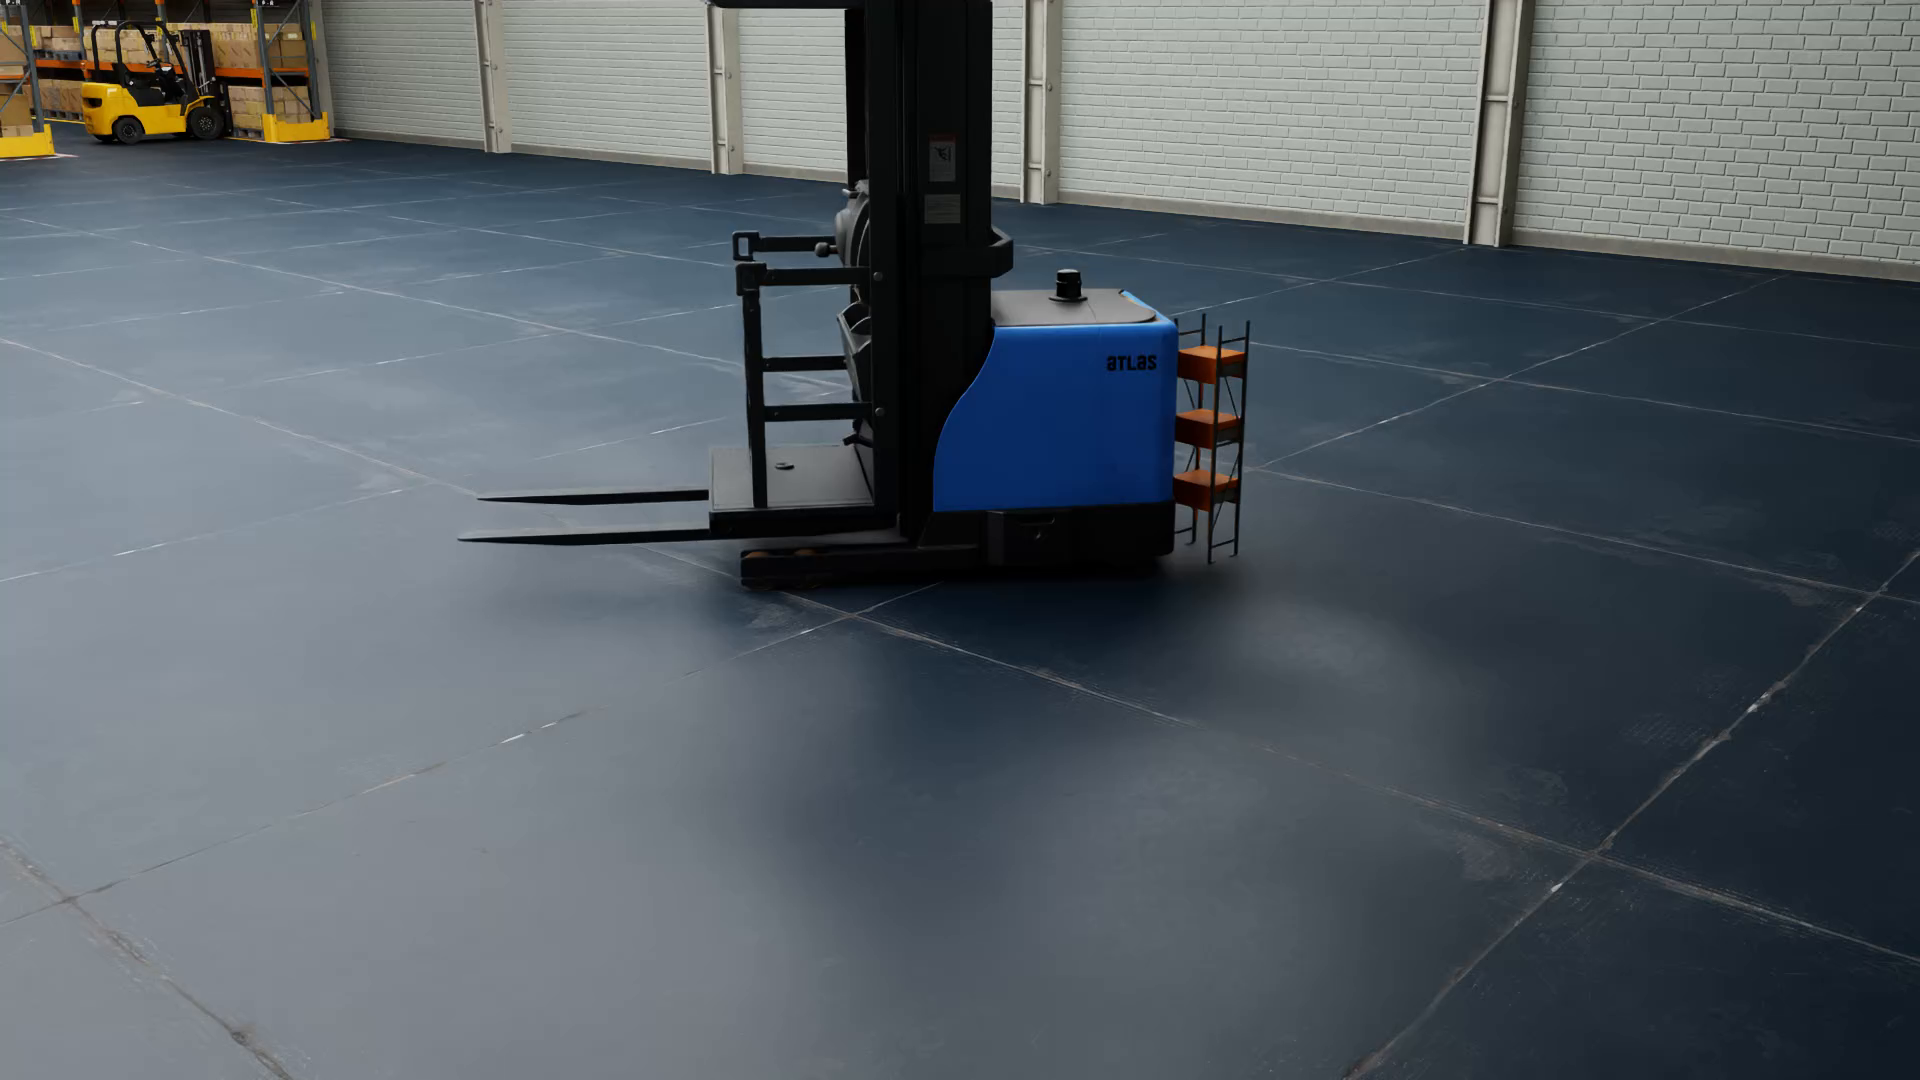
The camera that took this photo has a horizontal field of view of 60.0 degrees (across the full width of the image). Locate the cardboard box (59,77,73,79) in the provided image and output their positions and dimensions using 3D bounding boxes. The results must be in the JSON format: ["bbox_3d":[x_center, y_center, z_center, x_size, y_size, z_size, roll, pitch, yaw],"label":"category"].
[{"bbox_3d":[-20.651,-10.614,38.462,0.250,0.149,0.380,15,23,40],"label":"cardboard box"}]

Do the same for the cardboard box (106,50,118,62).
[{"bbox_3d":[-17.581,-10.180,34.978,0.500,0.250,0.500,14,22,38],"label":"cardboard box"}]

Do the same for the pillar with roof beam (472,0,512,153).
[{"bbox_3d":[-10.823,-10.018,24.302,0.400,9.000,9.100,15,23,39],"label":"pillar with roof beam"}]

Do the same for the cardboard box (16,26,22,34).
[{"bbox_3d":[-20.905,-11.399,37.712,0.500,0.500,0.700,15,23,40],"label":"cardboard box"}]

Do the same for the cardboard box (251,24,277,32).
[{"bbox_3d":[-12.938,-9.516,30.910,0.250,0.149,0.380,15,23,39],"label":"cardboard box"}]

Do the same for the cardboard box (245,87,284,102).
[{"bbox_3d":[-13.082,-8.382,31.262,0.500,0.250,0.500,16,24,41],"label":"cardboard box"}]

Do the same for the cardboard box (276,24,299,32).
[{"bbox_3d":[-12.640,-9.608,31.198,0.250,0.149,0.380,14,23,38],"label":"cardboard box"}]

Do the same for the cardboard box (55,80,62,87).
[{"bbox_3d":[-20.024,-10.232,37.260,0.250,0.149,0.380,14,22,37],"label":"cardboard box"}]

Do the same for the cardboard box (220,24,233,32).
[{"bbox_3d":[-13.762,-9.699,31.486,0.250,0.149,0.380,16,23,41],"label":"cardboard box"}]

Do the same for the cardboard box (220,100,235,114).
[{"bbox_3d":[-13.870,-8.351,31.990,0.500,0.250,0.500,14,23,38],"label":"cardboard box"}]

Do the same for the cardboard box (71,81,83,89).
[{"bbox_3d":[-19.276,-10.007,36.552,0.250,0.149,0.380,14,22,36],"label":"cardboard box"}]

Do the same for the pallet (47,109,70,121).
[{"bbox_3d":[-19.955,-9.674,37.746,1.213,0.211,1.003,15,23,39],"label":"pallet"}]

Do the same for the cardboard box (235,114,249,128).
[{"bbox_3d":[-13.457,-8.008,31.737,0.500,0.250,0.500,15,23,39],"label":"cardboard box"}]

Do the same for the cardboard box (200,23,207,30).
[{"bbox_3d":[-14.464,-9.924,32.192,0.250,0.149,0.380,15,23,39],"label":"cardboard box"}]

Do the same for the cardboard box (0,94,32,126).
[{"bbox_3d":[-16.260,-7.346,28.412,0.500,0.500,0.500,14,22,37],"label":"cardboard box"}]

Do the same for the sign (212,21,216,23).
[{"bbox_3d":[-15.155,-10.373,33.776,0.005,0.325,0.100,15,23,39],"label":"sign"}]

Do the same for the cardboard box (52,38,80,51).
[{"bbox_3d":[-19.518,-10.867,36.449,0.500,0.250,0.500,14,22,37],"label":"cardboard box"}]

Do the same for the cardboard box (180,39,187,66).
[{"bbox_3d":[-14.963,-9.595,32.723,0.500,0.500,0.500,16,23,40],"label":"cardboard box"}]

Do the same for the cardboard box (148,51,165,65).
[{"bbox_3d":[-16.073,-9.767,33.677,0.500,0.250,0.500,16,23,40],"label":"cardboard box"}]

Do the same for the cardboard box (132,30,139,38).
[{"bbox_3d":[-16.717,-10.370,34.092,0.250,0.149,0.380,14,23,38],"label":"cardboard box"}]

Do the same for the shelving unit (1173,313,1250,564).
[{"bbox_3d":[1.078,-0.443,7.271,0.215,1.050,0.252,-15,23,-39],"label":"shelving unit"}]

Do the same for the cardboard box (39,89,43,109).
[{"bbox_3d":[-20.888,-10.159,38.102,0.500,0.500,0.500,15,23,39],"label":"cardboard box"}]

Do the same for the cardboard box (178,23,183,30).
[{"bbox_3d":[-15.213,-10.136,32.862,0.250,0.149,0.380,15,23,40],"label":"cardboard box"}]

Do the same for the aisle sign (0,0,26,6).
[{"bbox_3d":[-15.570,-9.167,27.239,0.004,0.787,0.394,15,23,39],"label":"aisle sign"}]

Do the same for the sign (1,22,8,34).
[{"bbox_3d":[-21.860,-11.691,38.061,0.005,0.325,0.100,15,23,39],"label":"sign"}]

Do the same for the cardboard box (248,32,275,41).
[{"bbox_3d":[-12.976,-9.357,30.898,0.250,0.149,0.380,15,23,40],"label":"cardboard box"}]

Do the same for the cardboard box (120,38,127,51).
[{"bbox_3d":[-17.192,-10.316,34.578,0.500,0.250,0.500,15,23,40],"label":"cardboard box"}]

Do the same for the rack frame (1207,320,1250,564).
[{"bbox_3d":[1.159,-0.415,7.184,0.200,1.050,0.008,-15,23,-39],"label":"rack frame"}]

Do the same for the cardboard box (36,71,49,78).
[{"bbox_3d":[-21.188,-10.689,38.208,0.250,0.149,0.380,14,22,37],"label":"cardboard box"}]

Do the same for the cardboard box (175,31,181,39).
[{"bbox_3d":[-15.264,-9.978,32.857,0.250,0.149,0.380,16,23,41],"label":"cardboard box"}]

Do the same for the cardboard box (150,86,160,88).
[{"bbox_3d":[-16.495,-9.125,34.637,0.625,0.625,0.875,15,23,39],"label":"cardboard box"}]

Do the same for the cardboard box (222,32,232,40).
[{"bbox_3d":[-13.749,-9.563,31.547,0.250,0.149,0.380,14,22,38],"label":"cardboard box"}]

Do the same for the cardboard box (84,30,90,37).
[{"bbox_3d":[-18.471,-10.826,35.528,0.250,0.149,0.380,16,24,41],"label":"cardboard box"}]

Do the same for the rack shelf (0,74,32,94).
[{"bbox_3d":[-17.318,-7.929,28.825,4.000,0.370,1.077,15,23,39],"label":"rack shelf"}]

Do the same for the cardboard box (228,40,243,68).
[{"bbox_3d":[-13.455,-9.187,31.436,0.500,0.500,0.500,16,24,41],"label":"cardboard box"}]

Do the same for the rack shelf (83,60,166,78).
[{"bbox_3d":[-17.018,-9.855,34.896,4.000,0.370,1.077,15,23,39],"label":"rack shelf"}]

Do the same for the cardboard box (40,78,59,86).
[{"bbox_3d":[-20.742,-10.450,37.945,0.250,0.149,0.380,15,23,38],"label":"cardboard box"}]

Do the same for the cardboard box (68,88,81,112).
[{"bbox_3d":[-19.340,-9.748,36.806,0.500,0.500,0.500,15,23,38],"label":"cardboard box"}]

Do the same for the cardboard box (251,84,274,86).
[{"bbox_3d":[-13.507,-8.701,32.269,0.500,0.250,0.500,15,23,39],"label":"cardboard box"}]

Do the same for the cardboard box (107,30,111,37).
[{"bbox_3d":[-17.650,-10.634,34.922,0.250,0.149,0.380,15,23,40],"label":"cardboard box"}]

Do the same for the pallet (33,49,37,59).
[{"bbox_3d":[-20.980,-11.126,38.029,1.213,0.211,1.003,15,23,39],"label":"pallet"}]

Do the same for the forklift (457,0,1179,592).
[{"bbox_3d":[-0.631,-1.352,7.027,3.031,2.935,1.130,-2,18,-8],"label":"forklift"}]

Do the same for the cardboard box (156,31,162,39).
[{"bbox_3d":[-15.925,-10.172,33.467,0.250,0.149,0.380,16,24,41],"label":"cardboard box"}]

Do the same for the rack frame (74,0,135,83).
[{"bbox_3d":[-18.514,-10.600,36.053,0.127,3.000,1.000,15,23,39],"label":"rack frame"}]

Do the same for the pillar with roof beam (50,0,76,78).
[{"bbox_3d":[-24.286,-13.632,35.690,0.400,9.000,9.100,15,23,39],"label":"pillar with roof beam"}]
